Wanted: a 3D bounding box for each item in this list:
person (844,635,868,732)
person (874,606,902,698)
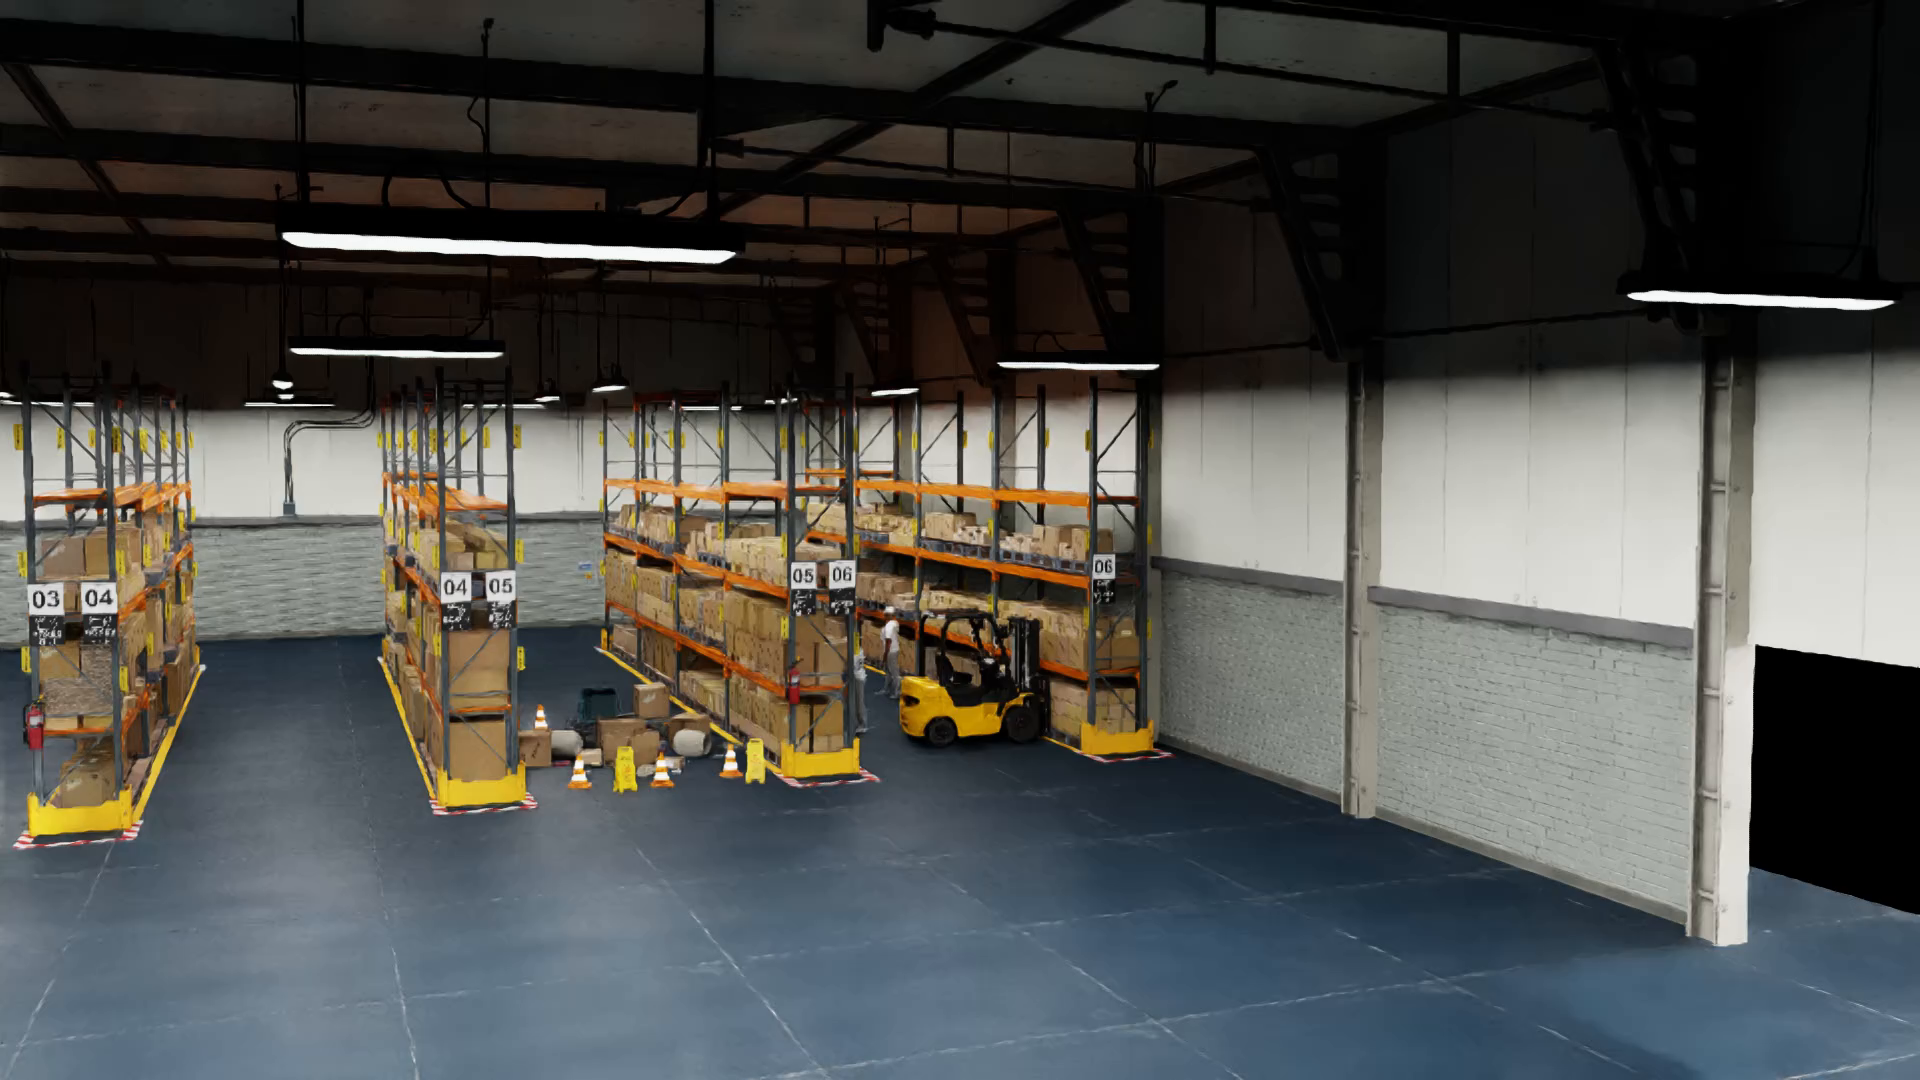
[{"bbox_3d":[-1.821,2.434,28.636,0.551,1.665,0.574,1,4,11],"label":"person"},{"bbox_3d":[-1.392,2.166,32.280,0.591,1.760,0.685,0,3,3],"label":"person"}]
